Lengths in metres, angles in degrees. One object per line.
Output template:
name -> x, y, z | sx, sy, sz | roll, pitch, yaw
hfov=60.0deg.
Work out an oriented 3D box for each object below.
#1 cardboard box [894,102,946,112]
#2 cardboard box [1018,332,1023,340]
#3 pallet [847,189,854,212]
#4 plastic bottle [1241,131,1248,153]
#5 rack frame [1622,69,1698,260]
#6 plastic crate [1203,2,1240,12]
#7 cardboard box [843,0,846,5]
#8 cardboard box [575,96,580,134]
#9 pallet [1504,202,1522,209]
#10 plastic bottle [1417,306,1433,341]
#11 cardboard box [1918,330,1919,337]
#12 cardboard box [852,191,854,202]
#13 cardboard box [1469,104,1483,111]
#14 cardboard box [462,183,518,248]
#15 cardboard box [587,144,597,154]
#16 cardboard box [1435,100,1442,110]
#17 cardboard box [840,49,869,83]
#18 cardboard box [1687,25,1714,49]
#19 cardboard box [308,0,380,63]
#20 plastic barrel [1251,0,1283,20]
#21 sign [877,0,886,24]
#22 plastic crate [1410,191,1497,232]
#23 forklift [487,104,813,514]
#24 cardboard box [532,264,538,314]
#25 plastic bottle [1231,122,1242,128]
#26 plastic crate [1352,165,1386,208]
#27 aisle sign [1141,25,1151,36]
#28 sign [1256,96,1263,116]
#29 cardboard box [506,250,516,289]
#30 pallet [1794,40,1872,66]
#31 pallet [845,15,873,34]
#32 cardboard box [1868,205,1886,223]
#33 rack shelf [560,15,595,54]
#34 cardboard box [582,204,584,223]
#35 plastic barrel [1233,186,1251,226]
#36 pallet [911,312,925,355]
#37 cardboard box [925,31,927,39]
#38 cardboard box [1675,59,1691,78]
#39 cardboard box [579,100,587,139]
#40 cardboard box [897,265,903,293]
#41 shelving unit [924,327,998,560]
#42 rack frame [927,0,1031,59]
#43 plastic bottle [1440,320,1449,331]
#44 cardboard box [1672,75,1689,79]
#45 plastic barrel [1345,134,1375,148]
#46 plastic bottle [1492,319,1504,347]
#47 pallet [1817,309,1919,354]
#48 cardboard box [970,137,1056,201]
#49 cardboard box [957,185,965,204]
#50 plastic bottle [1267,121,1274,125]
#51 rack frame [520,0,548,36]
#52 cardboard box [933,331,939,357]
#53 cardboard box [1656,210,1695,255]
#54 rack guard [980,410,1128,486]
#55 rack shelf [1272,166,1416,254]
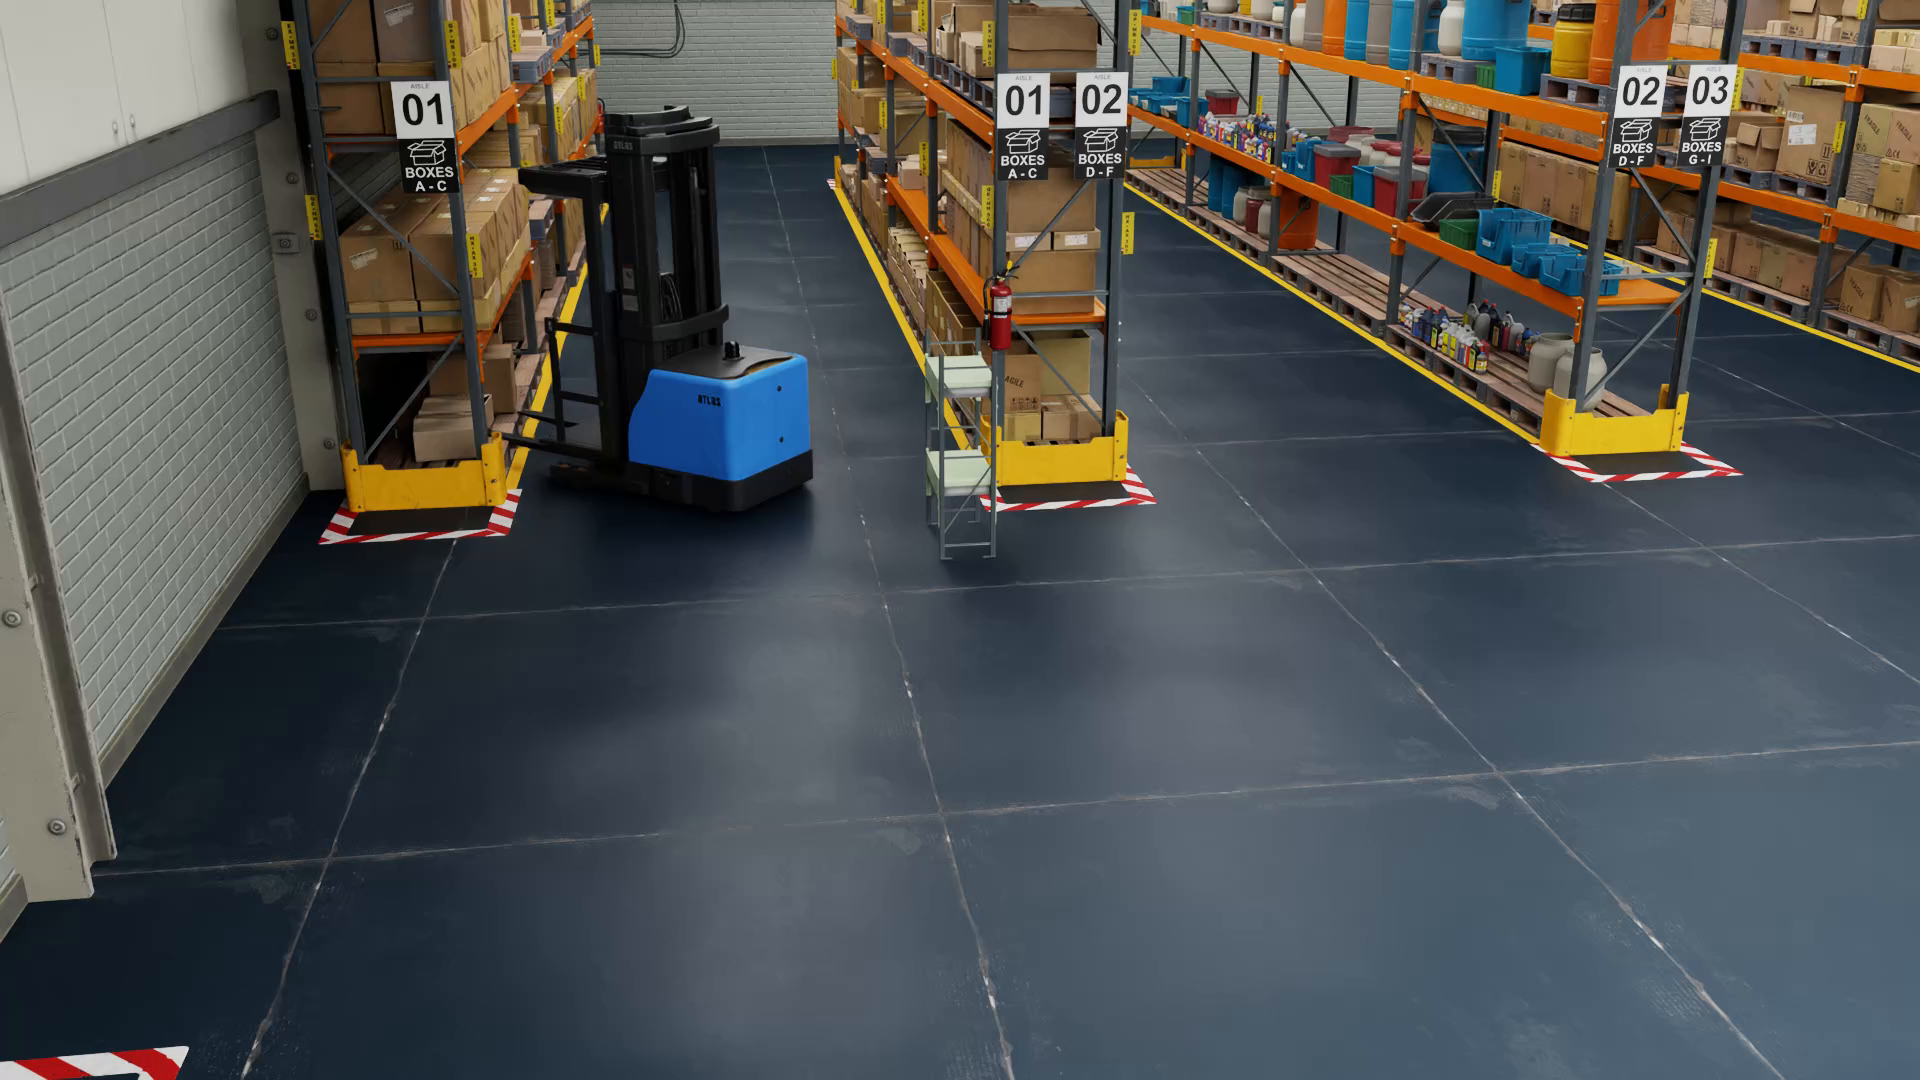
cardboard box -> -0.541, -5.481, 21.861 | 0.700, 0.500, 0.500 | 1, 20, 2
cardboard box -> 0.742, -1.731, 14.822 | 0.500, 0.500, 0.500 | -3, 21, -8
pallet -> -1.249, -5.438, 26.476 | 1.003, 0.211, 1.213 | -3, 21, -8
plastic bottle -> 3.861, -5.407, 22.572 | 0.061, 0.283, 0.133 | -3, 21, -8
rack frame -> 9.408, -5.197, 21.844 | 1.000, 3.000, 0.127 | -3, 21, -8
plastic crate -> 4.022, -8.120, 25.570 | 0.497, 0.269, 0.590 | -3, 21, -8
cardboard box -> -1.521, -8.327, 25.437 | 0.500, 0.250, 0.500 | -3, 21, -8
cardboard box -> -5.558, -5.881, 23.078 | 0.500, 0.500, 0.500 | -3, 21, -9
pallet -> 9.017, -5.012, 25.335 | 1.003, 0.211, 1.213 | -3, 21, -8
plastic bottle -> 4.789, -2.227, 17.049 | 0.144, 0.351, 0.185 | -2, 21, -6
cardboard box -> 10.260, -2.289, 17.029 | 0.500, 0.500, 0.500 | -5, 21, -13
cardboard box -> -1.448, -5.264, 25.469 | 0.380, 0.149, 0.250 | -3, 21, -8
cardboard box -> 8.431, -6.970, 26.379 | 0.500, 0.250, 0.500 | -2, 21, -6
cardboard box -> -4.207, -2.858, 14.694 | 0.500, 0.500, 0.500 | -4, 21, -9
cardboard box -> -6.052, -6.275, 26.774 | 0.380, 0.149, 0.250 | -3, 21, -8
cardboard box -> 8.167, -7.265, 27.739 | 0.380, 0.149, 0.250 | -3, 21, -8
cardboard box -> -1.663, -7.636, 26.803 | 0.500, 0.500, 0.500 | -3, 21, -7
cardboard box -> 9.297, -6.179, 20.399 | 0.500, 0.250, 0.500 | -2, 21, -6
cardboard box -> -4.465, -3.744, 12.065 | 0.500, 0.500, 0.500 | -2, 21, -5
plastic barrel -> 4.102, -7.219, 22.176 | 0.433, 0.535, 0.433 | 0, 20, 0
sign -> -0.933, -6.320, 19.823 | 0.100, 0.325, 0.005 | -3, 21, -8
plastic crate -> 5.033, -3.346, 16.975 | 0.767, 0.338, 0.504 | -3, 21, -8
forklift -> -2.711, -1.933, 13.201 | 3.031, 2.935, 1.130 | 12, 23, 28
cardboard box -> -5.001, -2.707, 18.120 | 0.700, 0.500, 0.500 | -3, 21, -7
plastic bottle -> 3.904, -5.782, 23.586 | 0.152, 0.276, 0.135 | -3, 21, -8
plastic crate -> 4.616, -3.921, 18.450 | 0.392, 0.384, 0.575 | -3, 21, -8
aisle sign -> 3.049, -8.945, 28.163 | 0.394, 0.787, 0.004 | -3, 21, -8
sign -> 4.475, -6.489, 24.907 | 0.100, 0.325, 0.005 | -3, 21, -8
cardboard box -> -4.127, -2.333, 14.361 | 0.500, 0.250, 0.500 | -3, 21, -7
pallet -> 10.001, -5.349, 18.231 | 1.213, 0.211, 1.003 | -3, 21, -8
pallet -> -0.948, -7.172, 23.112 | 1.213, 0.211, 1.003 | -3, 21, -8
cardboard box -> 9.804, -3.433, 17.478 | 0.380, 0.149, 0.250 | -3, 21, -8
rack shelf -> -6.162, -7.593, 25.000 | 1.077, 0.370, 4.000 | -3, 21, -8
cardboard box -> -5.651, -4.804, 23.263 | 0.750, 0.750, 0.750 | -3, 21, -7
plastic barrel -> 4.087, -4.729, 23.546 | 0.421, 0.512, 0.421 | 0, 20, 0
pallet -> 0.036, -2.261, 17.967 | 1.003, 0.211, 1.213 | -3, 21, -8
cardboard box -> -0.110, -5.697, 18.509 | 0.500, 0.250, 0.500 | -3, 21, -9
cardboard box -> 12.969, -8.199, 29.313 | 0.500, 0.500, 0.500 | -2, 21, -5
cardboard box -> -5.936, -6.162, 23.998 | 0.980, 0.700, 0.700 | -3, 21, -7
cardboard box -> -0.456, -3.058, 19.445 | 0.500, 0.250, 0.500 | -3, 21, -9
shelving unit -> 0.001, -0.700, 11.948 | 0.431, 1.500, 0.755 | -3, 21, -8
rack frame -> 0.181, -6.124, 15.752 | 1.000, 3.000, 0.127 | -3, 21, -8
plastic bottle -> 4.874, -2.076, 16.757 | 0.097, 0.271, 0.097 | 0, 20, 0
cardboard box -> 9.318, -5.968, 22.331 | 0.797, 0.503, 0.637 | -2, 21, -6
plastic barrel -> 4.866, -4.654, 20.231 | 0.421, 0.512, 0.421 | 0, 20, 0
plastic bottle -> 5.438, -2.095, 16.792 | 0.061, 0.283, 0.133 | -3, 21, -8
pallet -> 10.116, -2.275, 18.006 | 1.003, 0.211, 1.213 | -3, 21, -8
cardboard box -> 0.468, -3.294, 14.751 | 0.700, 0.500, 0.500 | -3, 21, -8
cardboard box -> 0.176, -3.208, 15.449 | 0.380, 0.149, 0.250 | -4, 21, -10
plastic bottle -> 4.432, -5.853, 23.777 | 0.152, 0.276, 0.135 | -3, 21, -8
rack frame -> -5.297, -7.258, 18.788 | 1.000, 3.000, 0.127 | -3, 21, -8
cardboard box -> 0.015, -1.873, 16.274 | 0.500, 0.250, 0.500 | -3, 21, -8
cardboard box -> 9.524, -4.001, 21.586 | 0.700, 0.500, 0.500 | -4, 21, -11
rack guard -> 0.761, -0.750, 13.509 | 1.175, 0.500, 0.348 | -3, 21, -8
rack shelf -> 4.795, -3.918, 19.447 | 1.077, 0.370, 4.000 | -3, 21, -8
